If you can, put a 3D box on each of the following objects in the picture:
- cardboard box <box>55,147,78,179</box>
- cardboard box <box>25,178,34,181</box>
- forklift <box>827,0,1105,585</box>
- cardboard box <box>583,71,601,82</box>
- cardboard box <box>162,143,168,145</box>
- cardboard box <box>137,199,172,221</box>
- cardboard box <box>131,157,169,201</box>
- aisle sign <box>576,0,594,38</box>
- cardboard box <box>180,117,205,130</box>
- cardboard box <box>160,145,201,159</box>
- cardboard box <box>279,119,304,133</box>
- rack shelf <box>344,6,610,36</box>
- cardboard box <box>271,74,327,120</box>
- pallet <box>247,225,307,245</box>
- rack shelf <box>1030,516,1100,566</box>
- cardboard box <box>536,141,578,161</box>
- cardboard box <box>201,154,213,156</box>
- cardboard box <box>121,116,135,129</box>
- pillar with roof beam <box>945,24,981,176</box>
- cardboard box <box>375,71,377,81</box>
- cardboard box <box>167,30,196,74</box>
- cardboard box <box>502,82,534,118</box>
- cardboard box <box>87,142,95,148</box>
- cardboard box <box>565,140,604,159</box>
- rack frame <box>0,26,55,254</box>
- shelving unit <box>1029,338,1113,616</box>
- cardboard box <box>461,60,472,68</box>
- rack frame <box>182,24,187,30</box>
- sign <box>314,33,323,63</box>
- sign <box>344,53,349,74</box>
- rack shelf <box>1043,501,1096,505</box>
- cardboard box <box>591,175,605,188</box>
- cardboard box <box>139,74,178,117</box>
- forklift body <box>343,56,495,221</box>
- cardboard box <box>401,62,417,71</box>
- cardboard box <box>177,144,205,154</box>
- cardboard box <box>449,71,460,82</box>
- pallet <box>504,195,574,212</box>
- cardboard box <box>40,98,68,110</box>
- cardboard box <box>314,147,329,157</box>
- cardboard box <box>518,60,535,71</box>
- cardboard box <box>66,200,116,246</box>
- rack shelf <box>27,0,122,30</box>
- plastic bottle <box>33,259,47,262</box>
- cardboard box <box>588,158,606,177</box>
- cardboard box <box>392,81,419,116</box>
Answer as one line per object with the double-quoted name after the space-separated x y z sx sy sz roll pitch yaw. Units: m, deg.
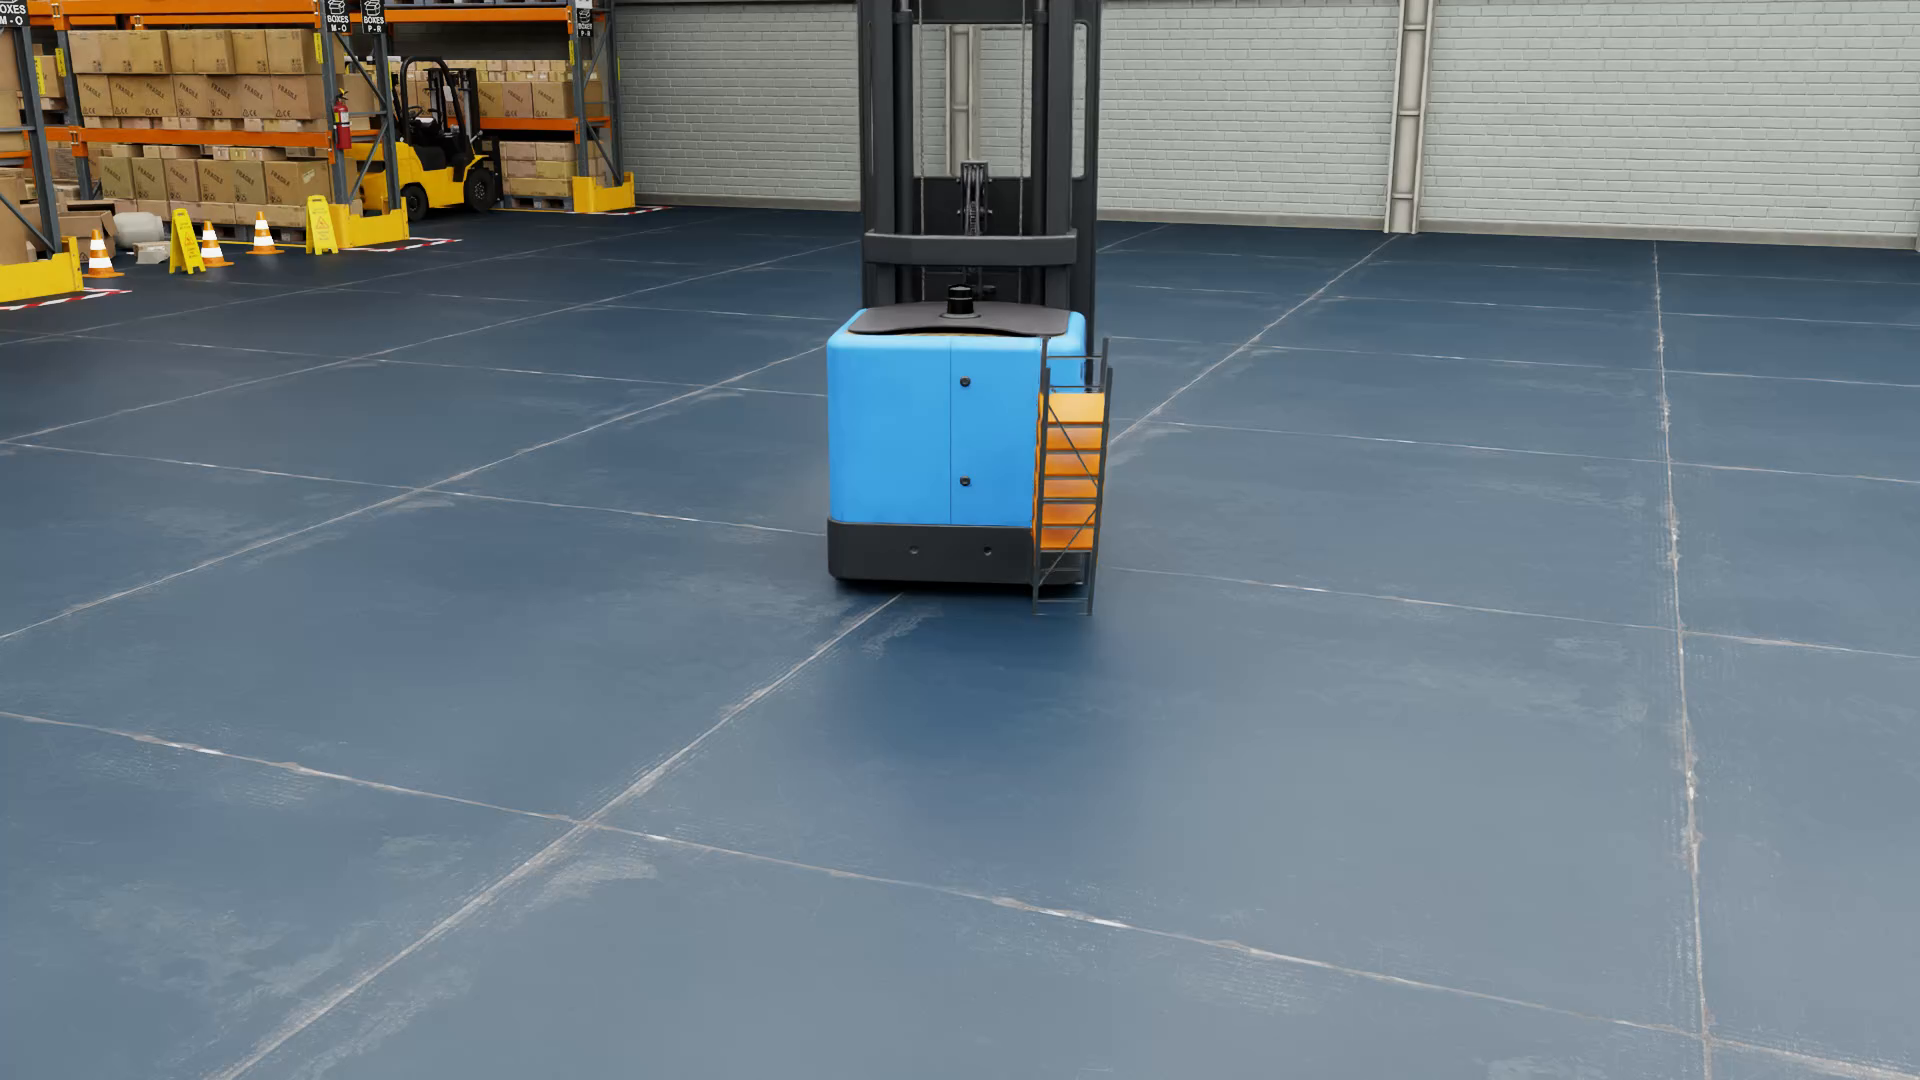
-14.576 -6.252 27.558 0.500 0.500 0.500 6 17 19 "cardboard box"
-12.567 -4.547 21.916 0.625 0.372 0.950 7 18 22 "cardboard box"
0.111 -1.543 7.891 1.129 2.843 3.031 2 16 5 "forklift"
-5.443 -6.751 24.205 0.250 0.149 0.380 6 17 19 "cardboard box"
-13.035 -6.555 27.439 0.250 0.149 0.380 7 18 23 "cardboard box"
-9.811 -4.110 20.629 0.500 0.250 0.500 7 18 24 "cardboard box"
-9.809 -4.470 20.525 0.500 0.500 0.500 7 18 23 "cardboard box"
-5.269 -7.455 23.310 0.004 0.787 0.394 6 17 21 "aisle sign"
-9.155 -5.023 20.046 0.250 0.149 0.380 6 17 20 "cardboard box"
-9.487 -4.726 20.243 0.250 0.149 0.380 7 18 24 "cardboard box"
-7.743 -4.861 19.488 0.250 0.149 0.380 6 17 20 "cardboard box"
-7.083 -7.589 24.345 4.000 0.370 1.077 6 17 21 "rack shelf"
-7.646 -5.177 19.412 0.500 0.500 0.500 6 17 20 "cardboard box"
-7.854 -3.763 20.256 1.213 0.211 1.003 6 17 21 "pallet"
0.407 0.002 6.491 0.258 0.103 0.180 0 41 -1 "rack shelf"
-5.765 -5.617 24.027 0.500 0.250 0.500 7 18 22 "cardboard box"
-9.639 -4.610 21.006 0.500 0.500 0.500 7 17 22 "cardboard box"
-10.073 -5.143 20.460 0.250 0.149 0.380 6 17 20 "cardboard box"
-1.537 -7.745 18.212 0.400 9.000 9.100 6 17 21 "pillar with roof beam"
-8.502 -6.931 24.826 0.250 0.149 0.380 7 17 22 "cardboard box"
-8.989 -5.835 19.885 0.500 0.500 0.700 6 17 20 "cardboard box"
-6.256 -6.375 24.074 0.500 0.500 0.500 7 18 22 "cardboard box"
-14.172 -6.528 27.346 0.250 0.149 0.380 6 17 20 "cardboard box"
-5.600 -5.749 24.482 0.500 0.250 0.500 6 17 20 "cardboard box"
-8.764 -3.707 15.061 0.053 2.616 0.949 6 17 21 "rack frame"
0.410 -0.213 6.305 0.258 1.200 0.189 0 41 -1 "shelving unit"
-7.062 -6.929 24.285 0.250 0.149 0.380 7 17 21 "cardboard box"
-12.666 -7.107 26.774 0.053 2.616 0.949 6 17 21 "rack frame"
-7.262 -5.568 18.828 0.005 0.325 0.100 6 17 21 "sign"
-9.133 -7.075 24.729 0.005 0.325 0.100 6 17 21 "sign"
0.410 -0.194 6.321 0.199 0.020 0.166 0 41 -1 "rack shelf"
-5.608 -5.272 24.630 0.500 0.250 0.500 6 17 21 "cardboard box"
-9.516 -5.384 20.128 0.500 0.500 0.500 6 17 20 "cardboard box"
-7.656 -5.603 23.115 1.214 2.155 2.313 6 17 21 "forklift body"
-8.037 -7.011 24.568 0.250 0.149 0.380 7 17 22 "cardboard box"
-12.089 -6.102 26.817 0.625 0.625 0.875 7 18 22 "cardboard box"
-7.312 -6.794 24.353 0.250 0.149 0.380 6 17 19 "cardboard box"
-5.949 -5.018 24.579 1.213 0.211 1.003 6 17 21 "pallet"
-11.341 -5.473 20.843 0.250 0.149 0.380 7 17 21 "cardboard box"
-9.433 -5.810 25.814 0.625 0.625 0.875 7 18 23 "cardboard box"
-6.127 -6.811 23.877 0.250 0.149 0.380 7 17 22 "cardboard box"
-10.264 -3.749 19.687 0.500 0.500 0.500 -9 18 -27 "cardboard box"
-12.622 -6.710 21.318 4.000 0.370 1.077 6 17 21 "rack shelf"
-9.786 -2.967 17.783 0.283 0.061 0.133 0 16 1 "plastic bottle"
-5.584 -5.513 24.564 0.500 0.250 0.500 7 17 22 "cardboard box"
-8.136 -6.585 24.795 0.500 0.500 0.500 7 17 22 "cardboard box"
